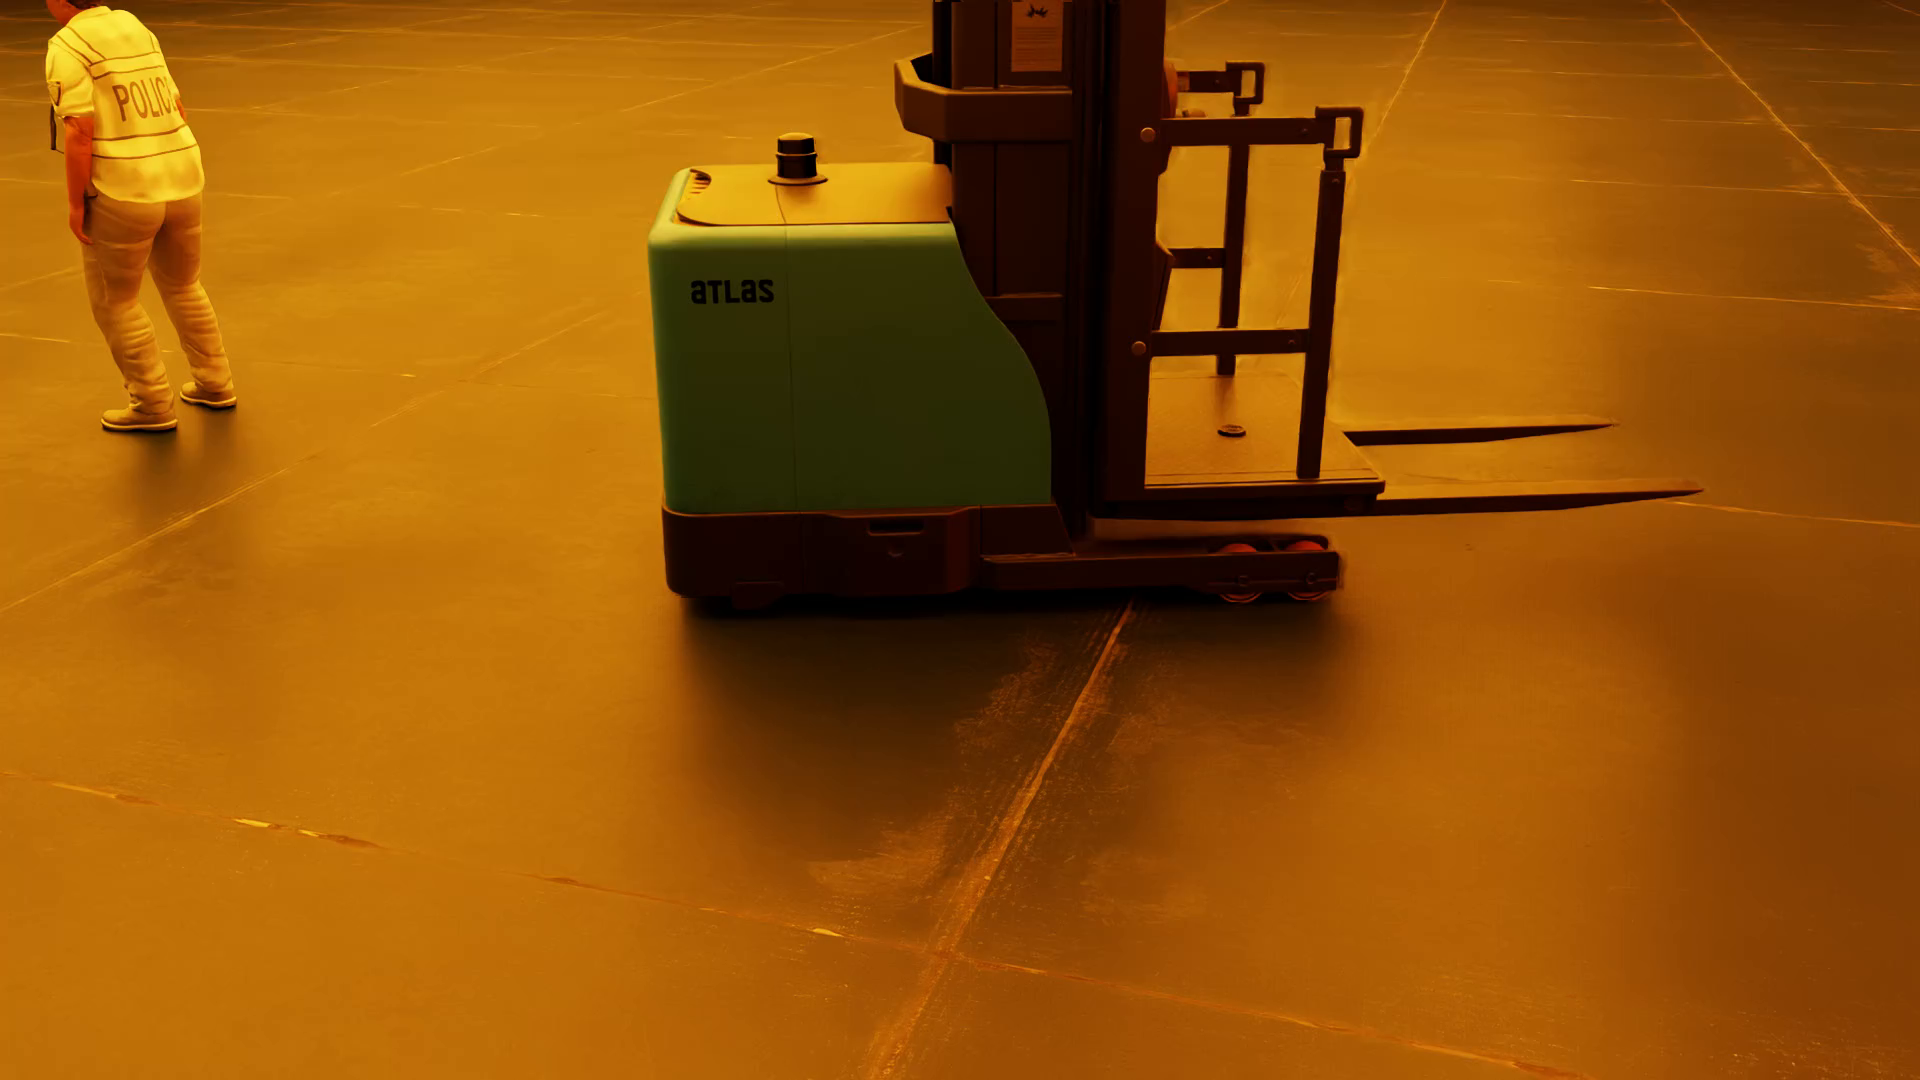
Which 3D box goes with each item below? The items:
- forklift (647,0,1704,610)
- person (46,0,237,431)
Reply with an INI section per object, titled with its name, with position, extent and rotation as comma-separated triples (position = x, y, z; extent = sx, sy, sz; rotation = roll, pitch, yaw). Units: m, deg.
[forklift]
position = 0.656, -1.376, 4.612
extent = 3.031, 2.935, 1.130
rotation = -2, 23, -4
[person]
position = -2.953, -1.231, 5.924
extent = 0.467, 1.665, 0.555
rotation = 8, 24, 19
